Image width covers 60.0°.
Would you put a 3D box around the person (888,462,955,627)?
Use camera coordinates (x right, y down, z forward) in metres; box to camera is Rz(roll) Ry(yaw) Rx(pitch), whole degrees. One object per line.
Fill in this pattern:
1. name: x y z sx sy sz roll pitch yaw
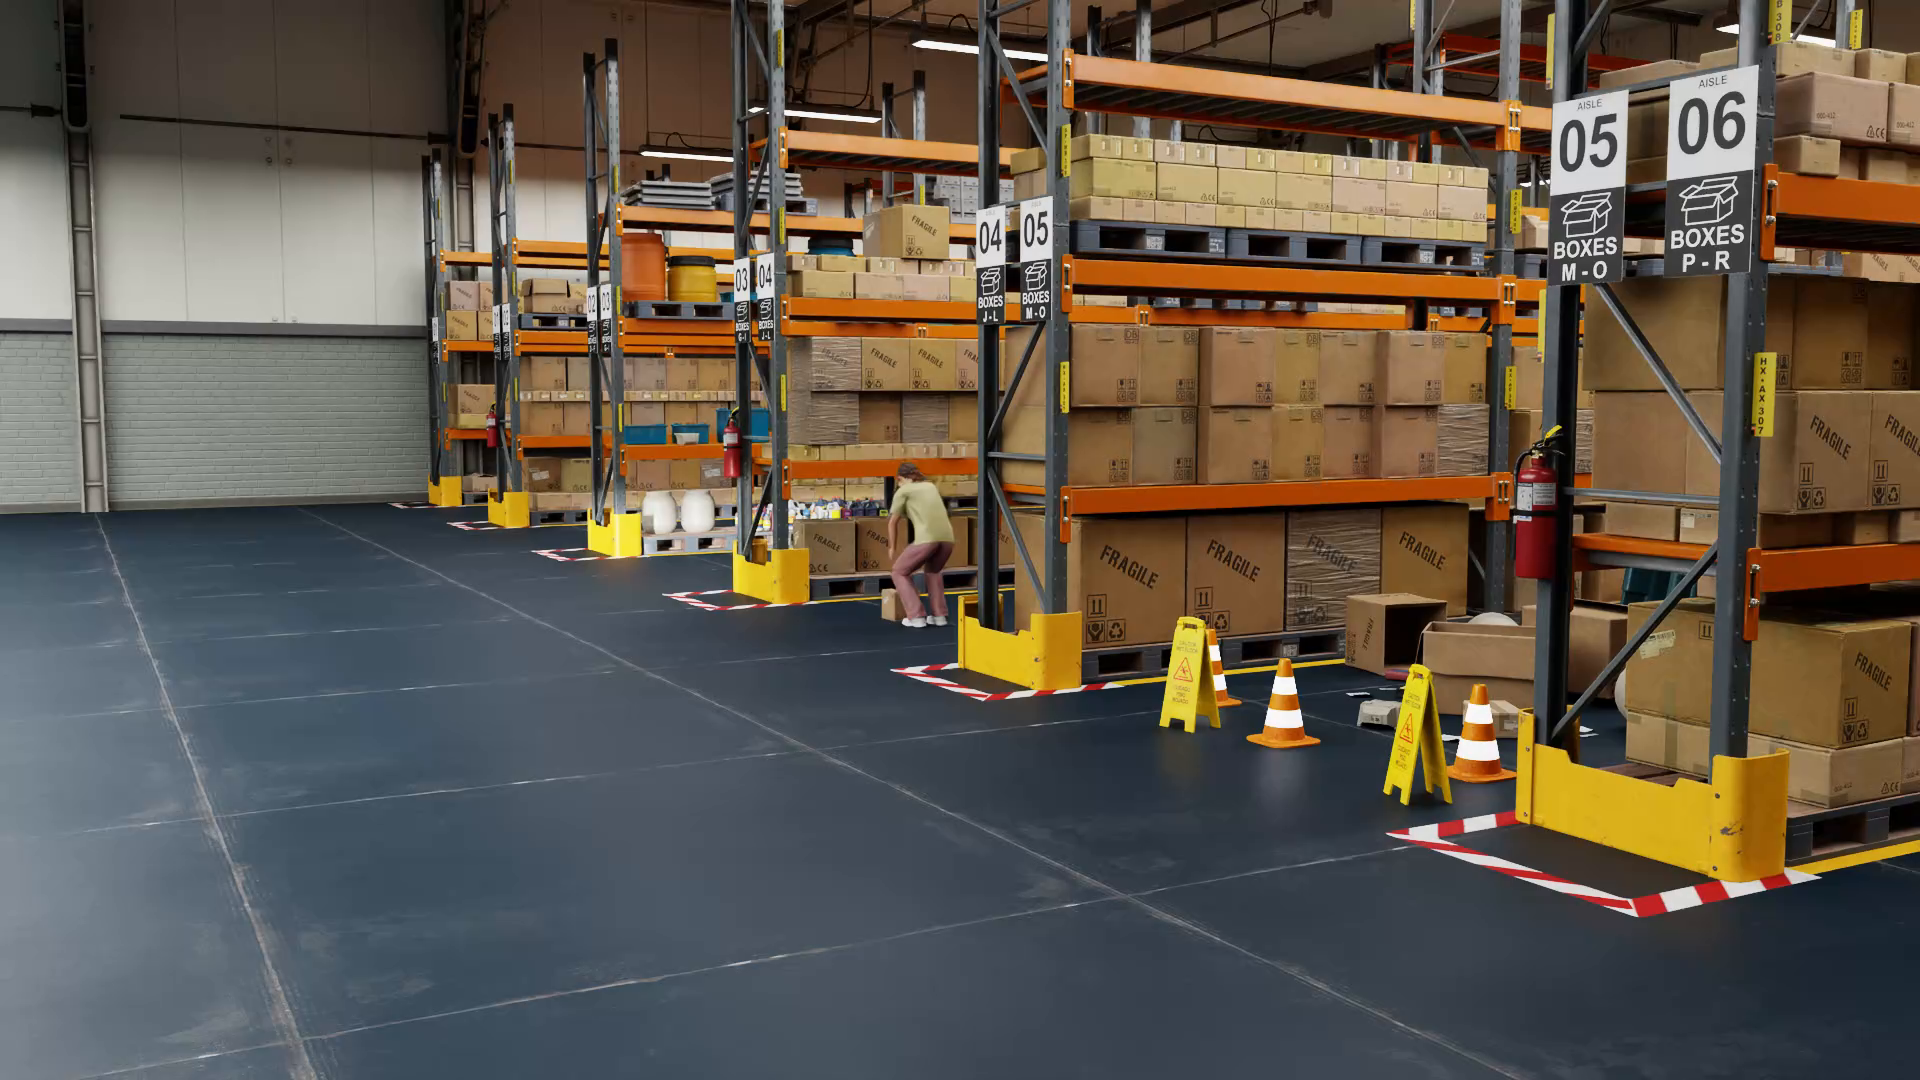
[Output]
1. person: -0.337 0.037 13.850 0.510 1.362 0.651 -3 6 -29
